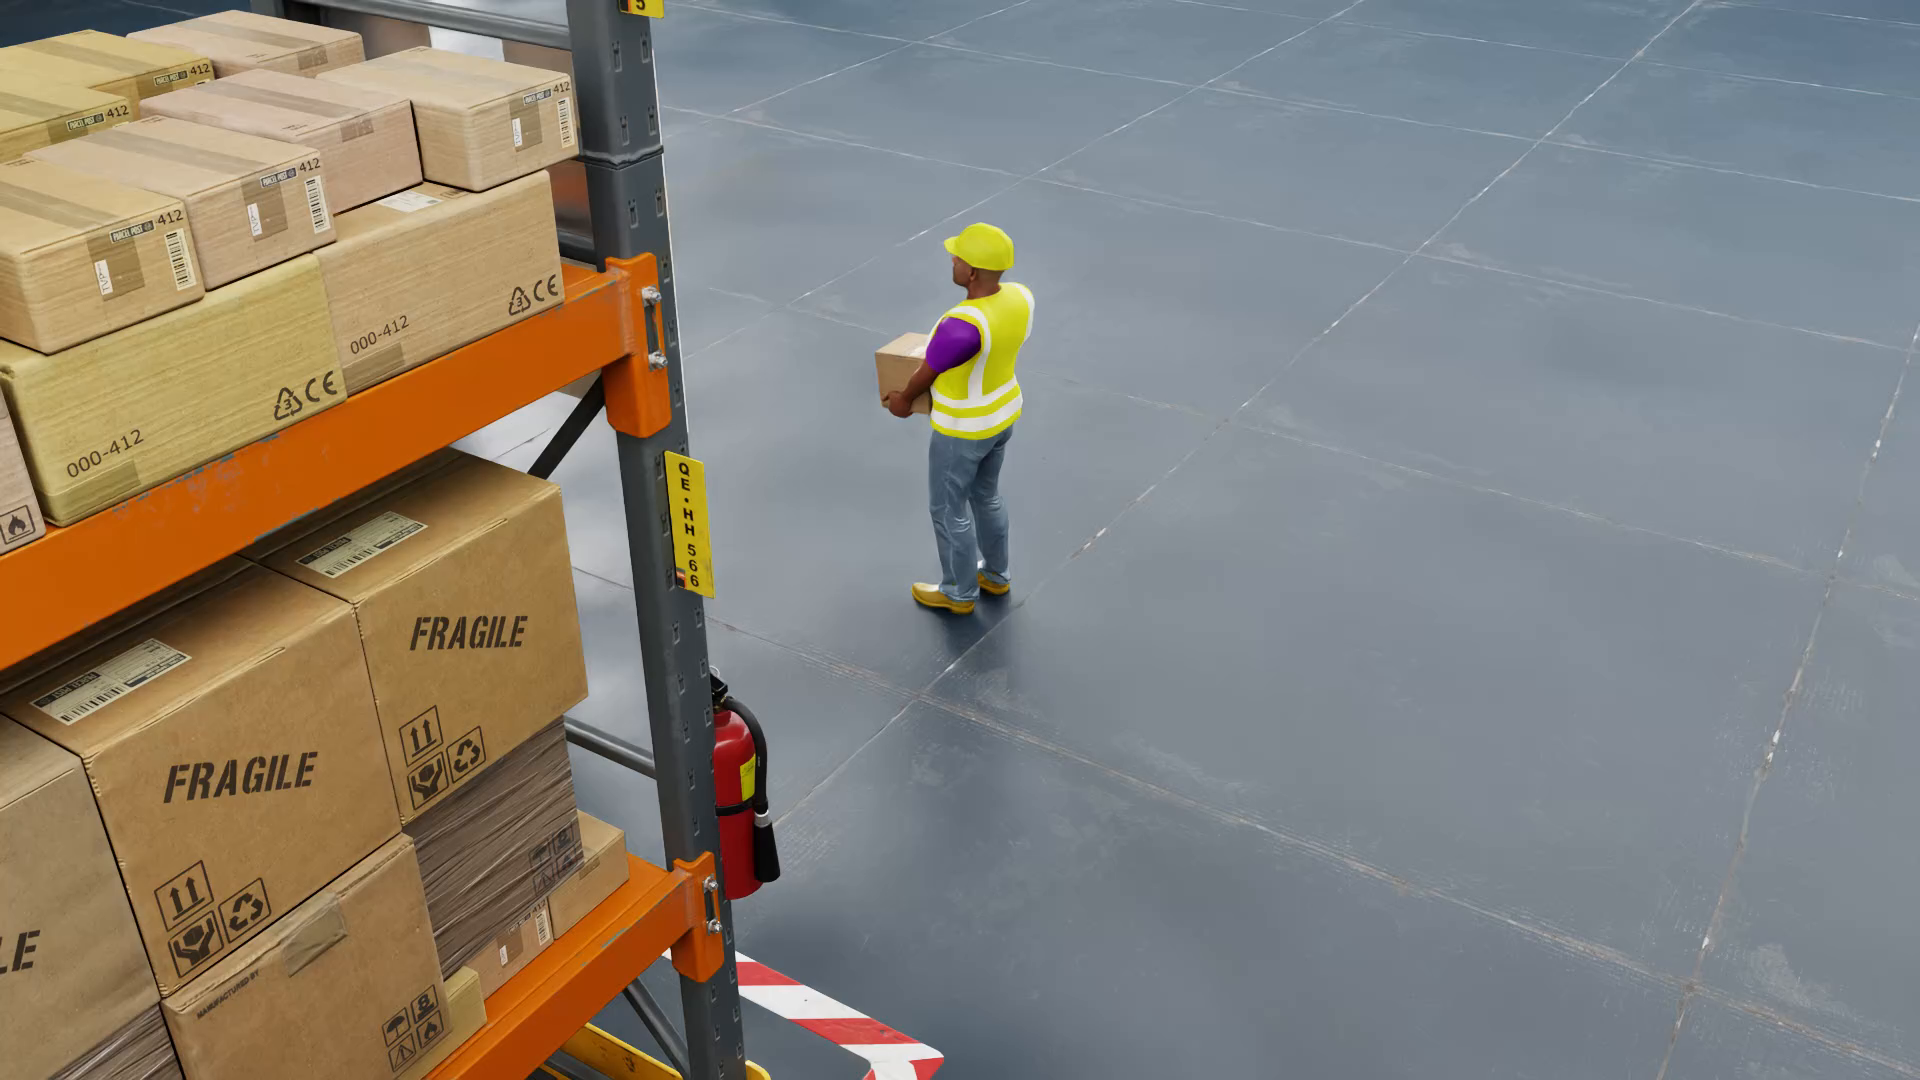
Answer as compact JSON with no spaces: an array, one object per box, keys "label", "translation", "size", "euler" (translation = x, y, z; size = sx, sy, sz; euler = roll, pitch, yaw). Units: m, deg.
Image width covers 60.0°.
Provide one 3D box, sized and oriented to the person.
[{"label":"person","translation":[-0.028,-0.515,6.995],"size":[0.577,1.760,0.503],"euler":[18,35,28]}]
